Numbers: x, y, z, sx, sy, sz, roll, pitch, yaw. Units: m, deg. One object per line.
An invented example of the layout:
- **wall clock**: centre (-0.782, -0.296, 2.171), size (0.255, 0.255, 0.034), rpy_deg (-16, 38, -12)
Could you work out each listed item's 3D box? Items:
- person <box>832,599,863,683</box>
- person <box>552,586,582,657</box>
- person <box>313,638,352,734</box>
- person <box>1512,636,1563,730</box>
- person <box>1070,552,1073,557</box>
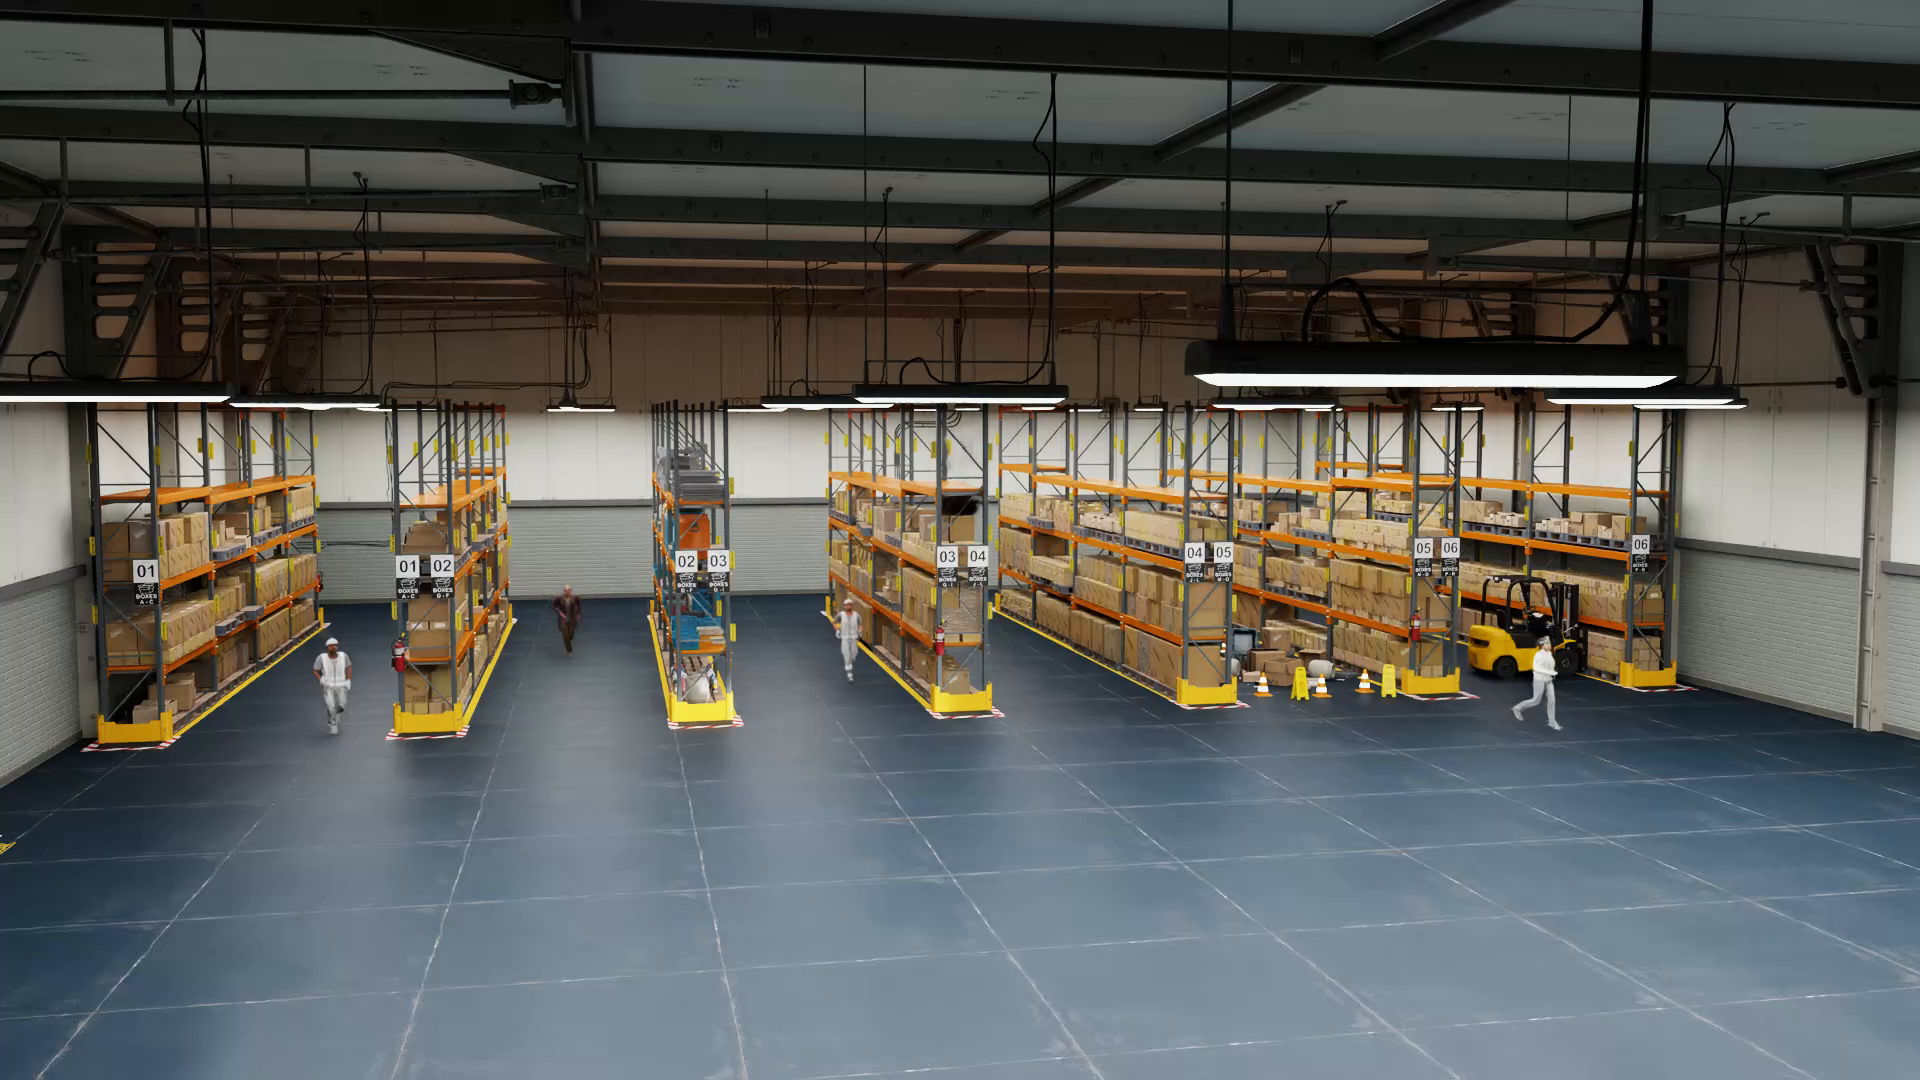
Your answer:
- **person**: centre (-2.413, 2.147, 35.896), size (0.655, 1.774, 0.845), rpy_deg (-1, 4, -12)
- **person**: centre (-9.333, 1.914, 39.503), size (0.704, 1.713, 0.798), rpy_deg (-1, 4, -16)
- **person**: centre (-11.270, 2.619, 29.907), size (0.682, 1.729, 0.618), rpy_deg (-3, 5, -31)
- **person**: centre (10.623, 2.587, 30.460), size (0.589, 1.708, 0.920), rpy_deg (-4, 6, -39)
- **person**: centre (3.339, 1.216, 48.870), size (0.585, 1.716, 0.793), rpy_deg (-2, 5, -25)
